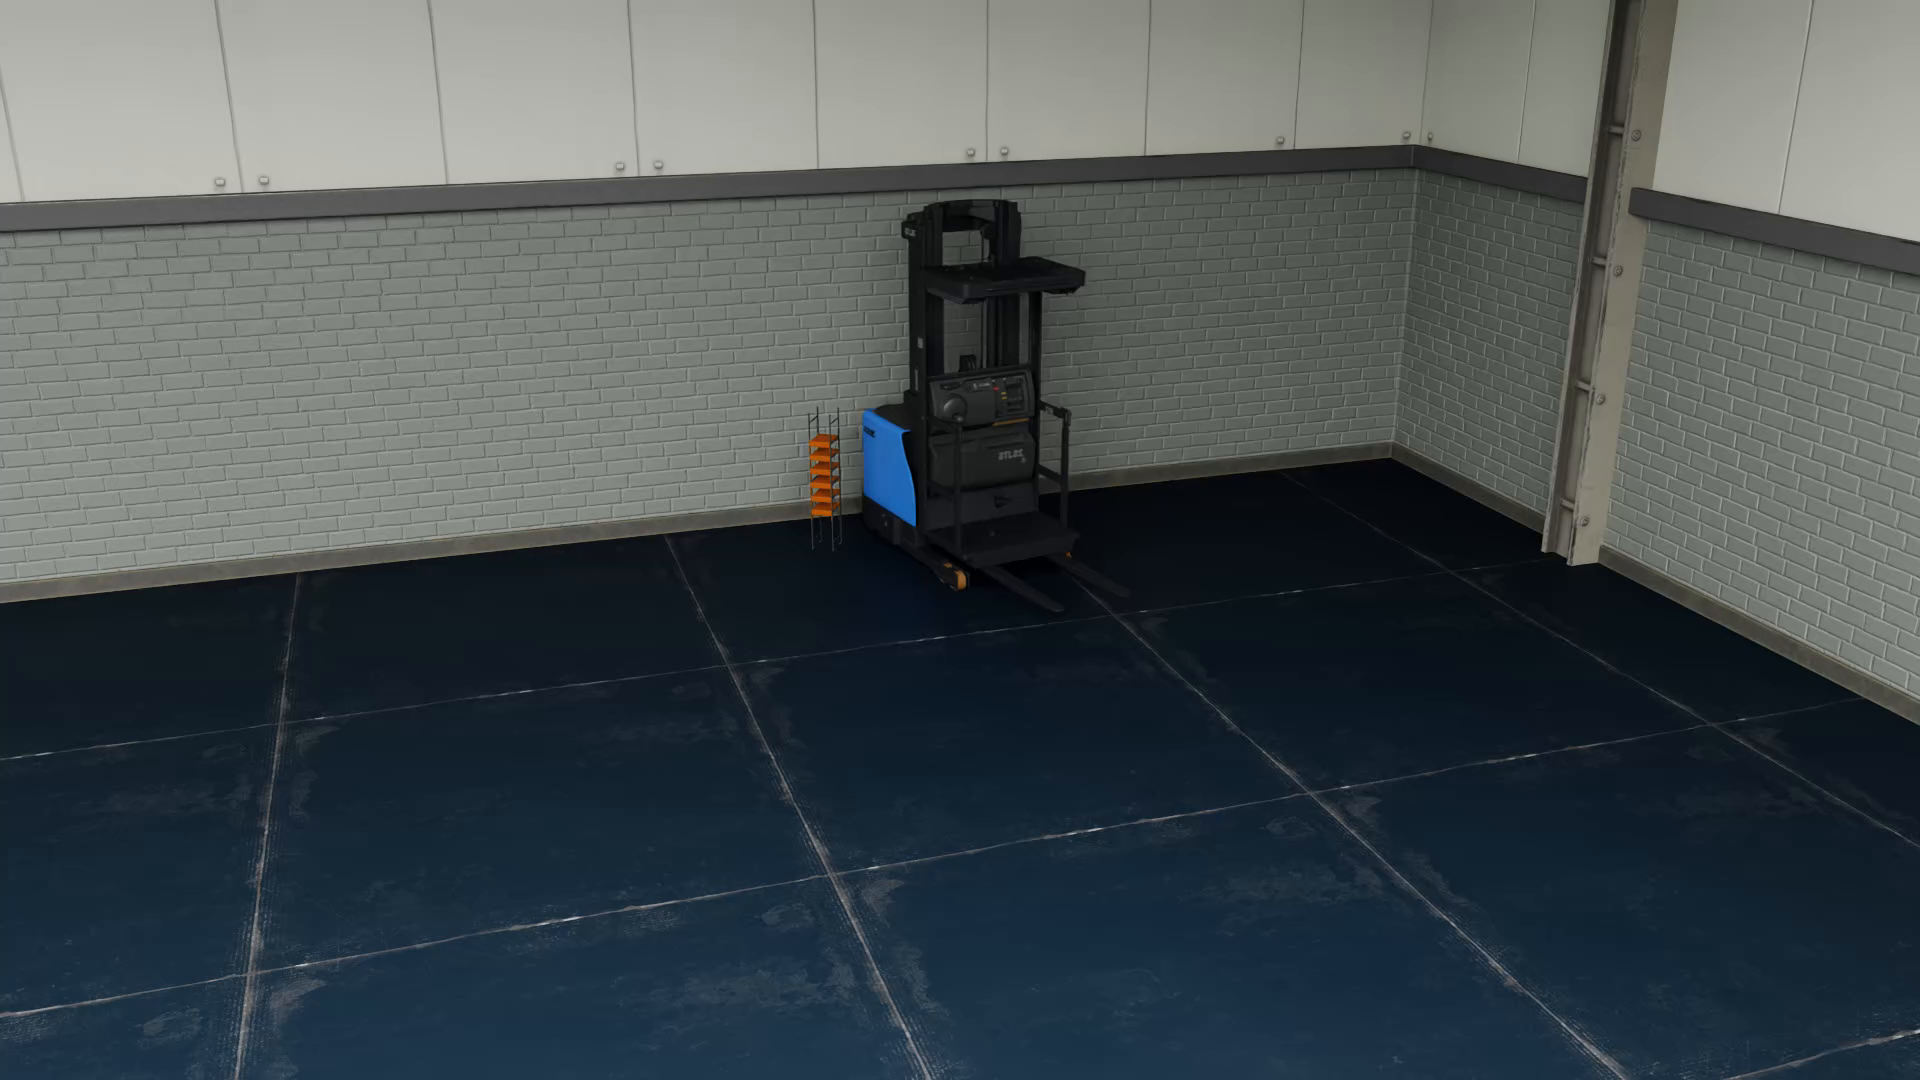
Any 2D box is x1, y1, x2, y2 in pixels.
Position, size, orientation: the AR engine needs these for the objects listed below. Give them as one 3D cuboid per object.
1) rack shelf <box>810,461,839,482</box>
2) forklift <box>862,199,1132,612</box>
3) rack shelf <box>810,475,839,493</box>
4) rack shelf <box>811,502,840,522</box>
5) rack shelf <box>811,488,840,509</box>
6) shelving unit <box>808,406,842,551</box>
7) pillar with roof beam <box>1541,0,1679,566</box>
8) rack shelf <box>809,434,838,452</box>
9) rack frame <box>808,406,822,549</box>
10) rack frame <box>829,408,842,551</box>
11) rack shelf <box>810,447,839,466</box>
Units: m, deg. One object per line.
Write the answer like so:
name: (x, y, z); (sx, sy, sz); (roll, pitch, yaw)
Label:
rack shelf: (-1.139, -0.586, 14.050); (0.180, 0.103, 0.258); (5, 20, 14)
forklift: (0.286, -1.145, 13.268); (1.130, 2.935, 3.031); (-10, 22, -27)
rack shelf: (-1.139, -0.473, 14.091); (0.180, 0.103, 0.258); (5, 20, 14)
rack shelf: (-1.139, -0.247, 14.172); (0.180, 0.103, 0.258); (5, 20, 14)
rack shelf: (-1.139, -0.360, 14.131); (0.180, 0.103, 0.258); (5, 20, 14)
shelving unit: (-1.139, -0.515, 14.076); (0.189, 1.200, 0.258); (5, 20, 14)
pillar with roof beam: (1.069, -3.643, 11.246); (9.100, 9.000, 0.400); (-6, 21, -17)
rack shelf: (-1.139, -0.812, 13.969); (0.180, 0.103, 0.258); (5, 20, 14)
rack frame: (-1.228, -0.523, 14.098); (0.006, 1.200, 0.240); (5, 20, 14)
rack frame: (-1.051, -0.507, 14.054); (0.006, 1.200, 0.240); (5, 20, 14)
rack shelf: (-1.139, -0.699, 14.010); (0.180, 0.103, 0.258); (5, 20, 14)
